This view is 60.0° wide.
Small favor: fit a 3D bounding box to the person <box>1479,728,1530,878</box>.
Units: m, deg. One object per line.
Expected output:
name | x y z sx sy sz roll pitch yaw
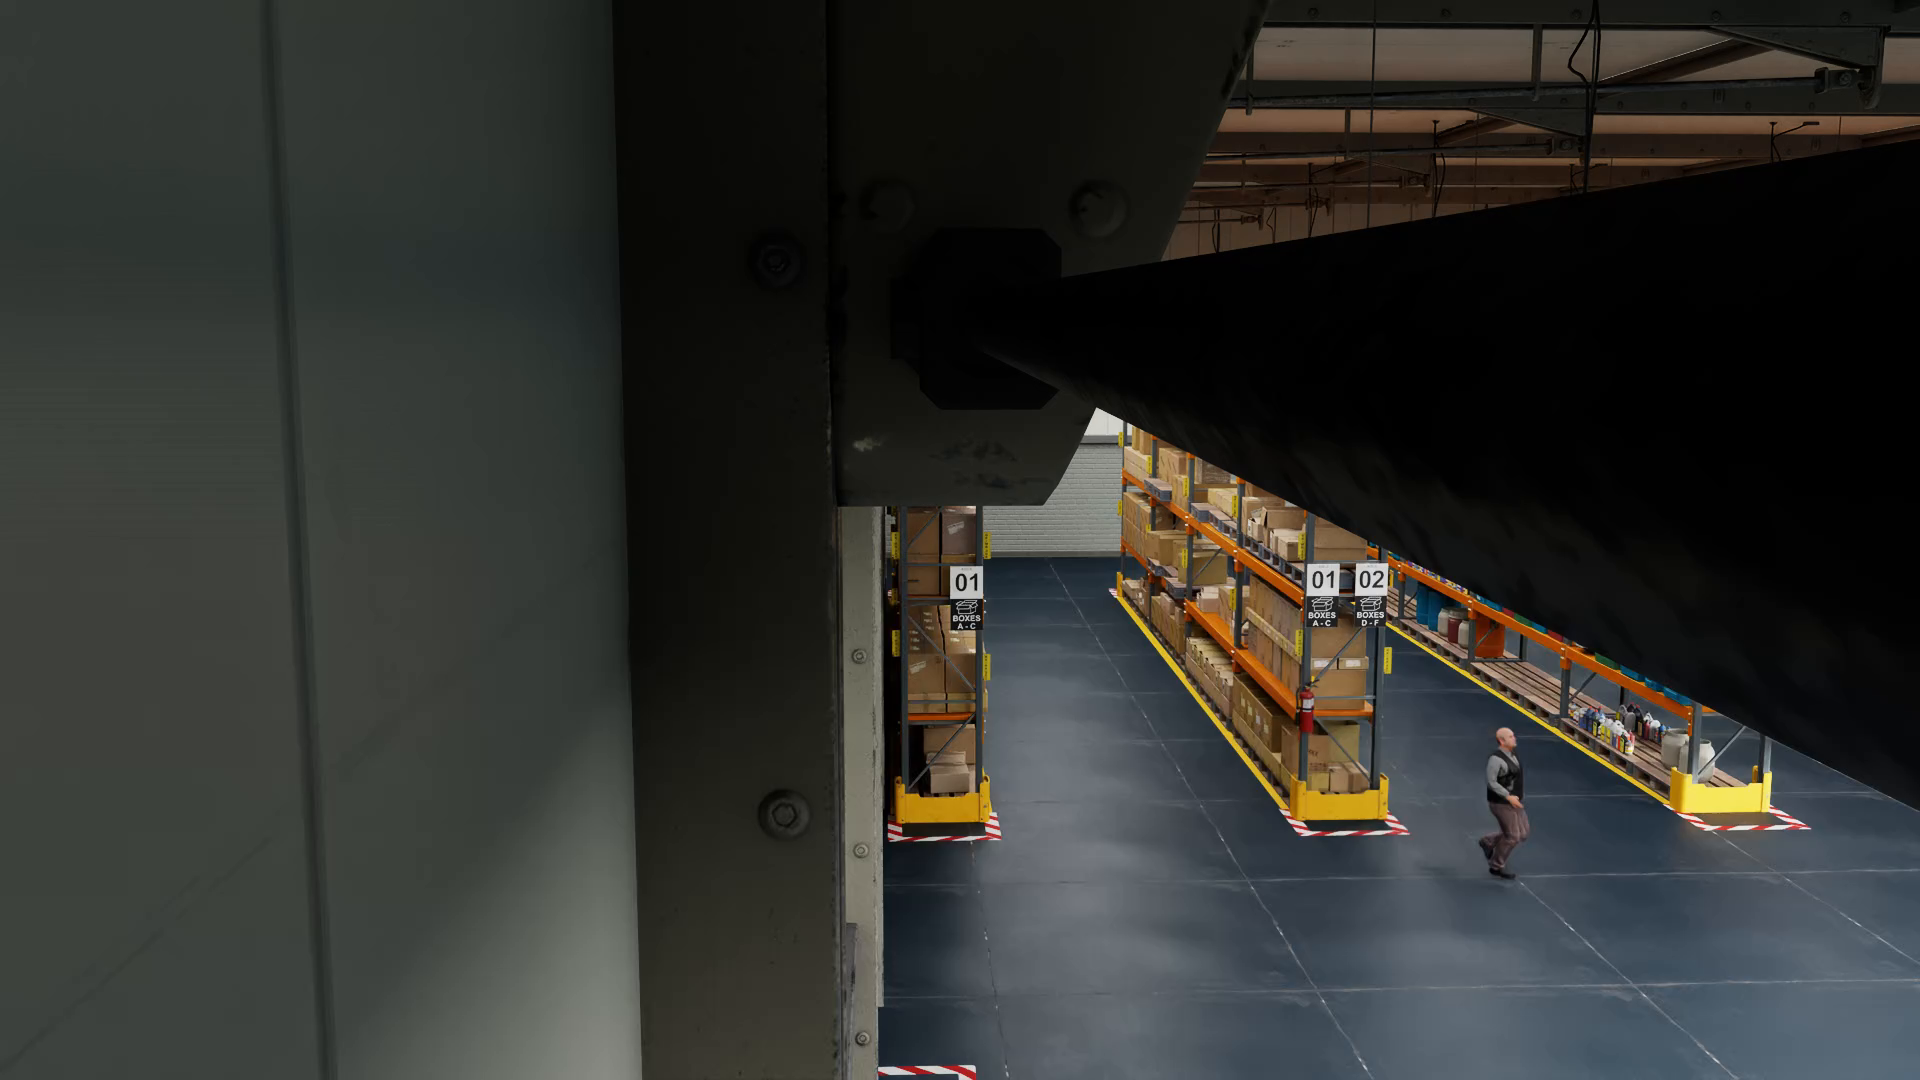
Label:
person | 6.063 2.913 18.545 0.534 1.688 0.665 6 10 36
